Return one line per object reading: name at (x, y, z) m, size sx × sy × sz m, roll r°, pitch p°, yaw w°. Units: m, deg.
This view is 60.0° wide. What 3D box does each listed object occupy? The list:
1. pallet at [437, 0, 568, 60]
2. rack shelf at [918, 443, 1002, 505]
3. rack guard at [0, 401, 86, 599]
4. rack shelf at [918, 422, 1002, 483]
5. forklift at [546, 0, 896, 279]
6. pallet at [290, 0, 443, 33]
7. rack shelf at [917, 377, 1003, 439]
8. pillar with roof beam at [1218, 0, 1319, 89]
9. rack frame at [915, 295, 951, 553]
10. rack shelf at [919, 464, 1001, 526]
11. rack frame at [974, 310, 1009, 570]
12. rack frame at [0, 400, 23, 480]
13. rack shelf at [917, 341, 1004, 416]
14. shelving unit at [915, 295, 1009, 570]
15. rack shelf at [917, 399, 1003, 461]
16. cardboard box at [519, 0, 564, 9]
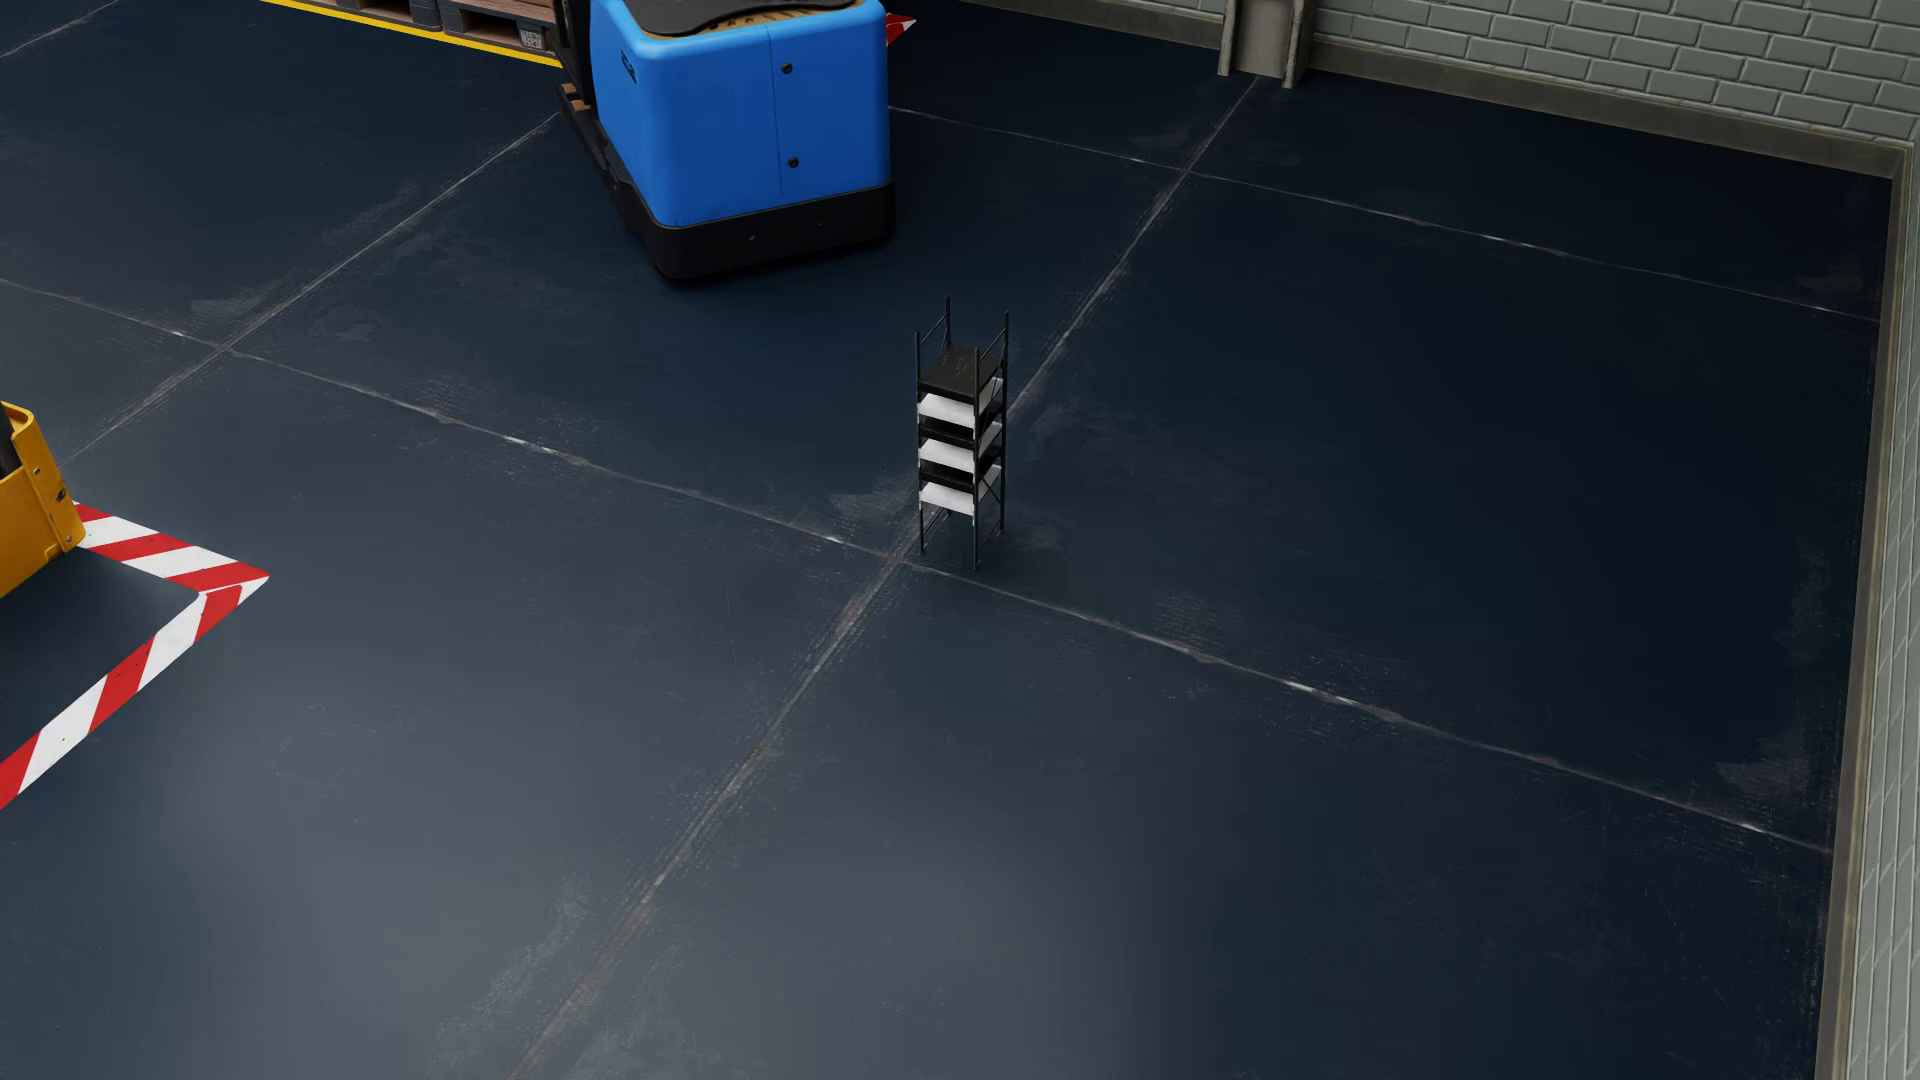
pallet at (-2.011, -2.905, 8.941) m, size 1.213 × 0.211 × 1.003 m, roll 17°, pitch 44°, yaw 19°
rack shelf at (0.007, -0.245, 5.533) m, size 0.200 × 0.077 × 0.258 m, roll 17°, pitch 44°, yaw 19°
rack guard at (-3.413, 0.081, 5.275) m, size 0.348 × 0.500 × 1.175 m, roll 17°, pitch 44°, yaw 19°
rack shelf at (0.007, -0.313, 5.474) m, size 0.200 × 0.077 × 0.258 m, roll 17°, pitch 44°, yaw 19°
forklift at (-1.323, -3.157, 7.154) m, size 1.130 × 2.935 × 3.031 m, roll -16°, pitch 43°, yaw -17°
pallet at (-3.113, -3.244, 9.332) m, size 1.213 × 0.211 × 1.003 m, roll 17°, pitch 44°, yaw 19°
rack shelf at (0.007, -0.449, 5.357) m, size 0.200 × 0.077 × 0.258 m, roll 17°, pitch 44°, yaw 19°
pillar with roof beam at (-0.261, -3.262, 2.642) m, size 0.400 × 9.000 × 9.100 m, roll 17°, pitch 44°, yaw 19°
rack frame at (-0.085, -0.366, 5.485) m, size 0.006 × 0.900 × 0.240 m, roll 17°, pitch 44°, yaw 19°
rack shelf at (0.007, -0.177, 5.592) m, size 0.200 × 0.077 × 0.258 m, roll 17°, pitch 44°, yaw 19°
rack frame at (0.099, -0.310, 5.420) m, size 0.006 × 0.900 × 0.240 m, roll 17°, pitch 44°, yaw 19°
rack frame at (-3.345, -0.843, 4.432) m, size 0.127 × 3.000 × 1.000 m, roll 17°, pitch 44°, yaw 19°
rack shelf at (0.007, -0.517, 5.298) m, size 0.200 × 0.077 × 0.258 m, roll 17°, pitch 44°, yaw 19°
shelving unit at (0.007, -0.338, 5.453) m, size 0.210 × 0.900 × 0.258 m, roll 17°, pitch 44°, yaw 19°
rack shelf at (0.007, -0.381, 5.416) m, size 0.200 × 0.077 × 0.258 m, roll 17°, pitch 44°, yaw 19°
cardboard box at (-1.930, -3.133, 8.662) m, size 0.500 × 0.500 × 0.700 m, roll 17°, pitch 44°, yaw 19°
